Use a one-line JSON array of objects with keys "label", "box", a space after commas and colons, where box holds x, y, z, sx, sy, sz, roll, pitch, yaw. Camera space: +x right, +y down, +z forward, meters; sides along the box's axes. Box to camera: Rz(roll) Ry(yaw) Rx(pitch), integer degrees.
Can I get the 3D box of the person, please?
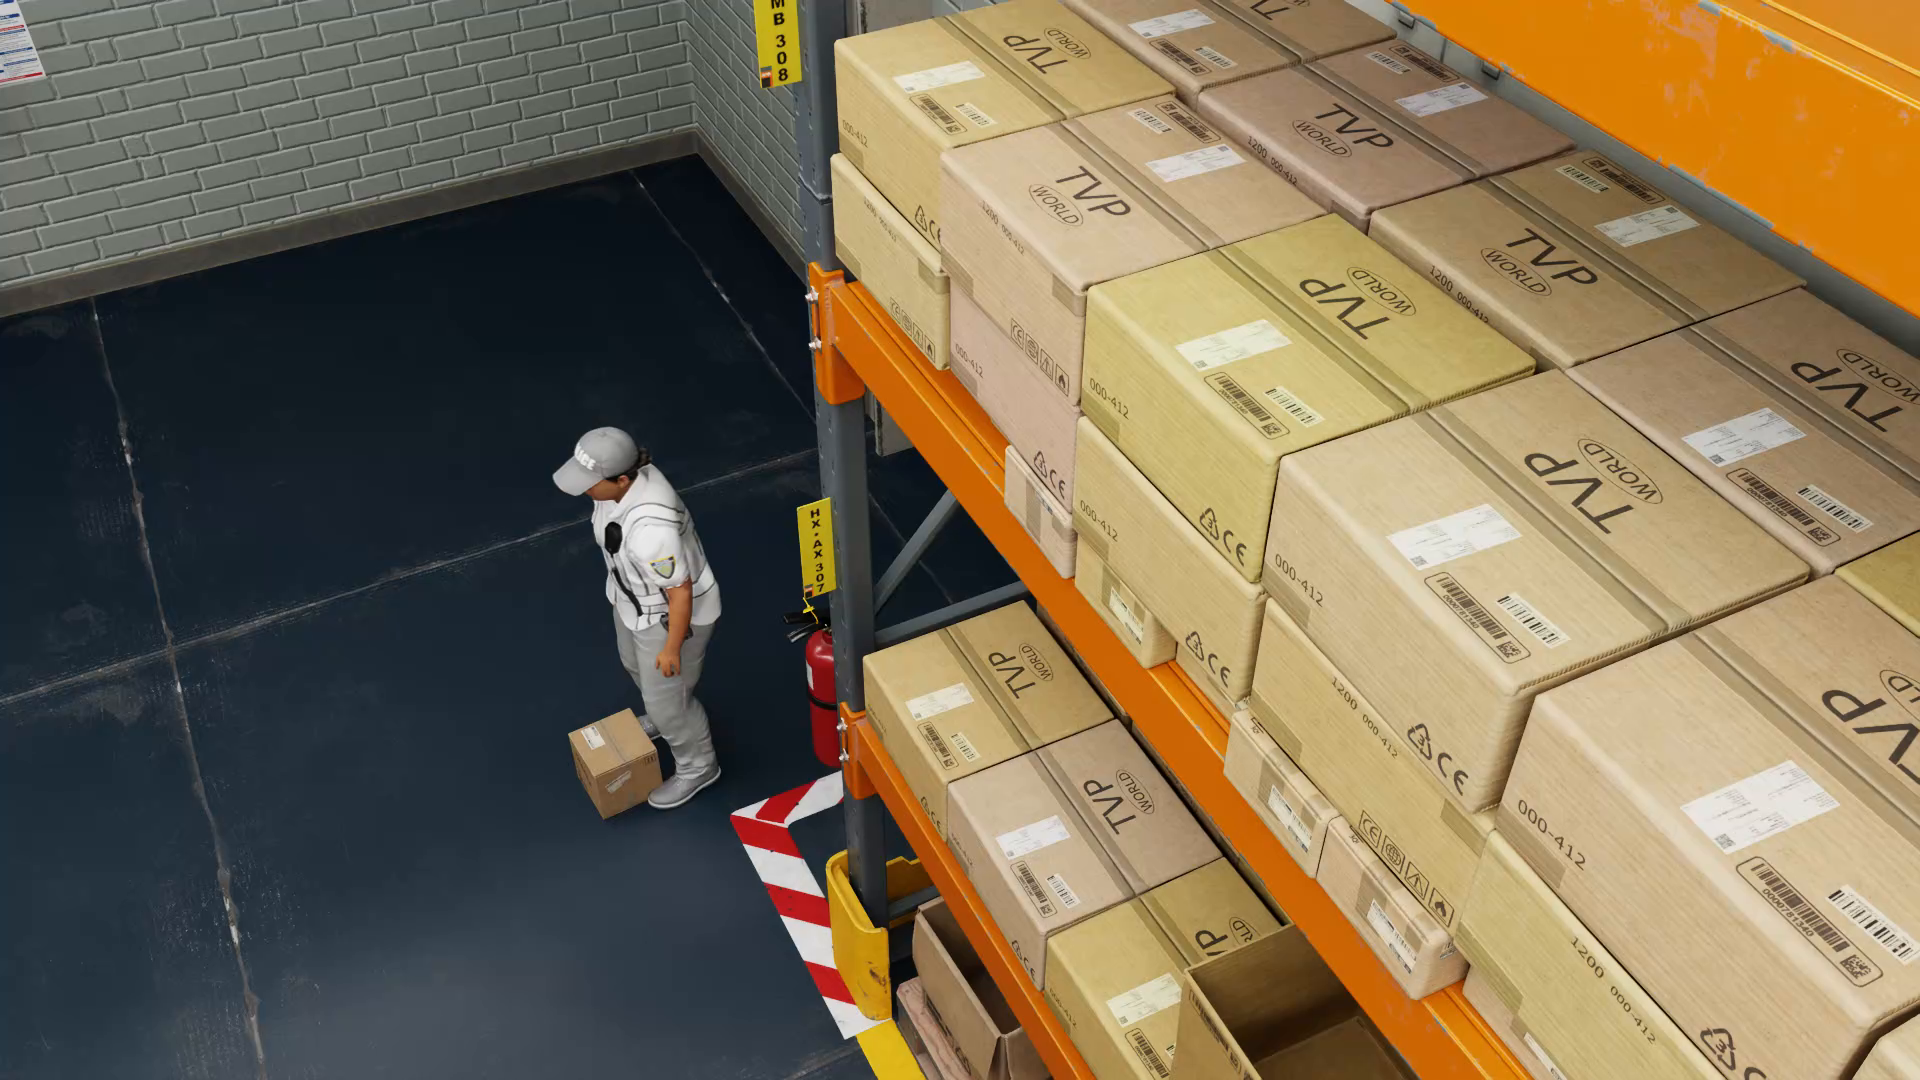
[{"label": "person", "box": [-1.103, 0.245, 5.877, 0.471, 1.666, 0.553, -20, 45, -21]}]
